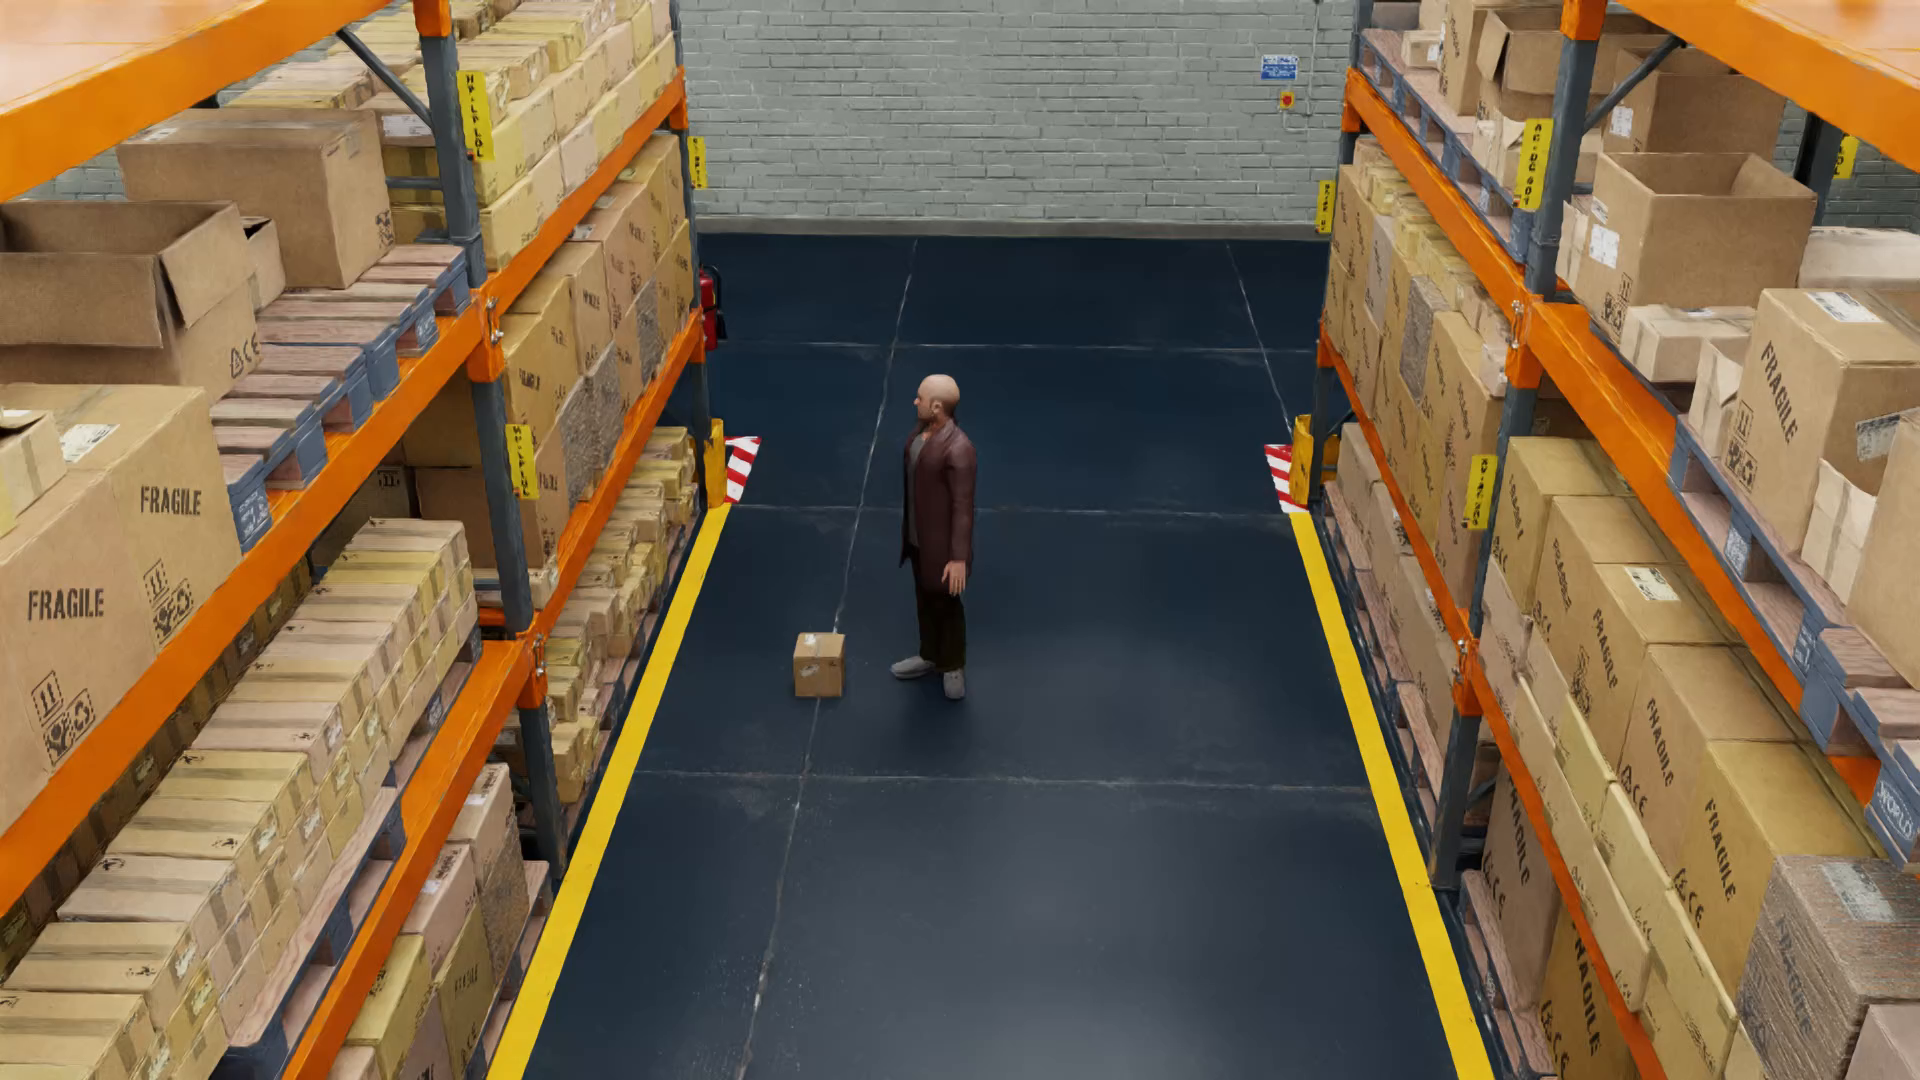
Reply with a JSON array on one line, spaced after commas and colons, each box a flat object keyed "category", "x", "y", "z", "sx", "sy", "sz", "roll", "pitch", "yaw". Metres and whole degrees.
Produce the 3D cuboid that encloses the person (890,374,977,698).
[{"category": "person", "x": -0.123, "y": -0.003, "z": 8.602, "sx": 0.365, "sy": 1.785, "sz": 0.735, "roll": -14, "pitch": 31, "yaw": -24}]
